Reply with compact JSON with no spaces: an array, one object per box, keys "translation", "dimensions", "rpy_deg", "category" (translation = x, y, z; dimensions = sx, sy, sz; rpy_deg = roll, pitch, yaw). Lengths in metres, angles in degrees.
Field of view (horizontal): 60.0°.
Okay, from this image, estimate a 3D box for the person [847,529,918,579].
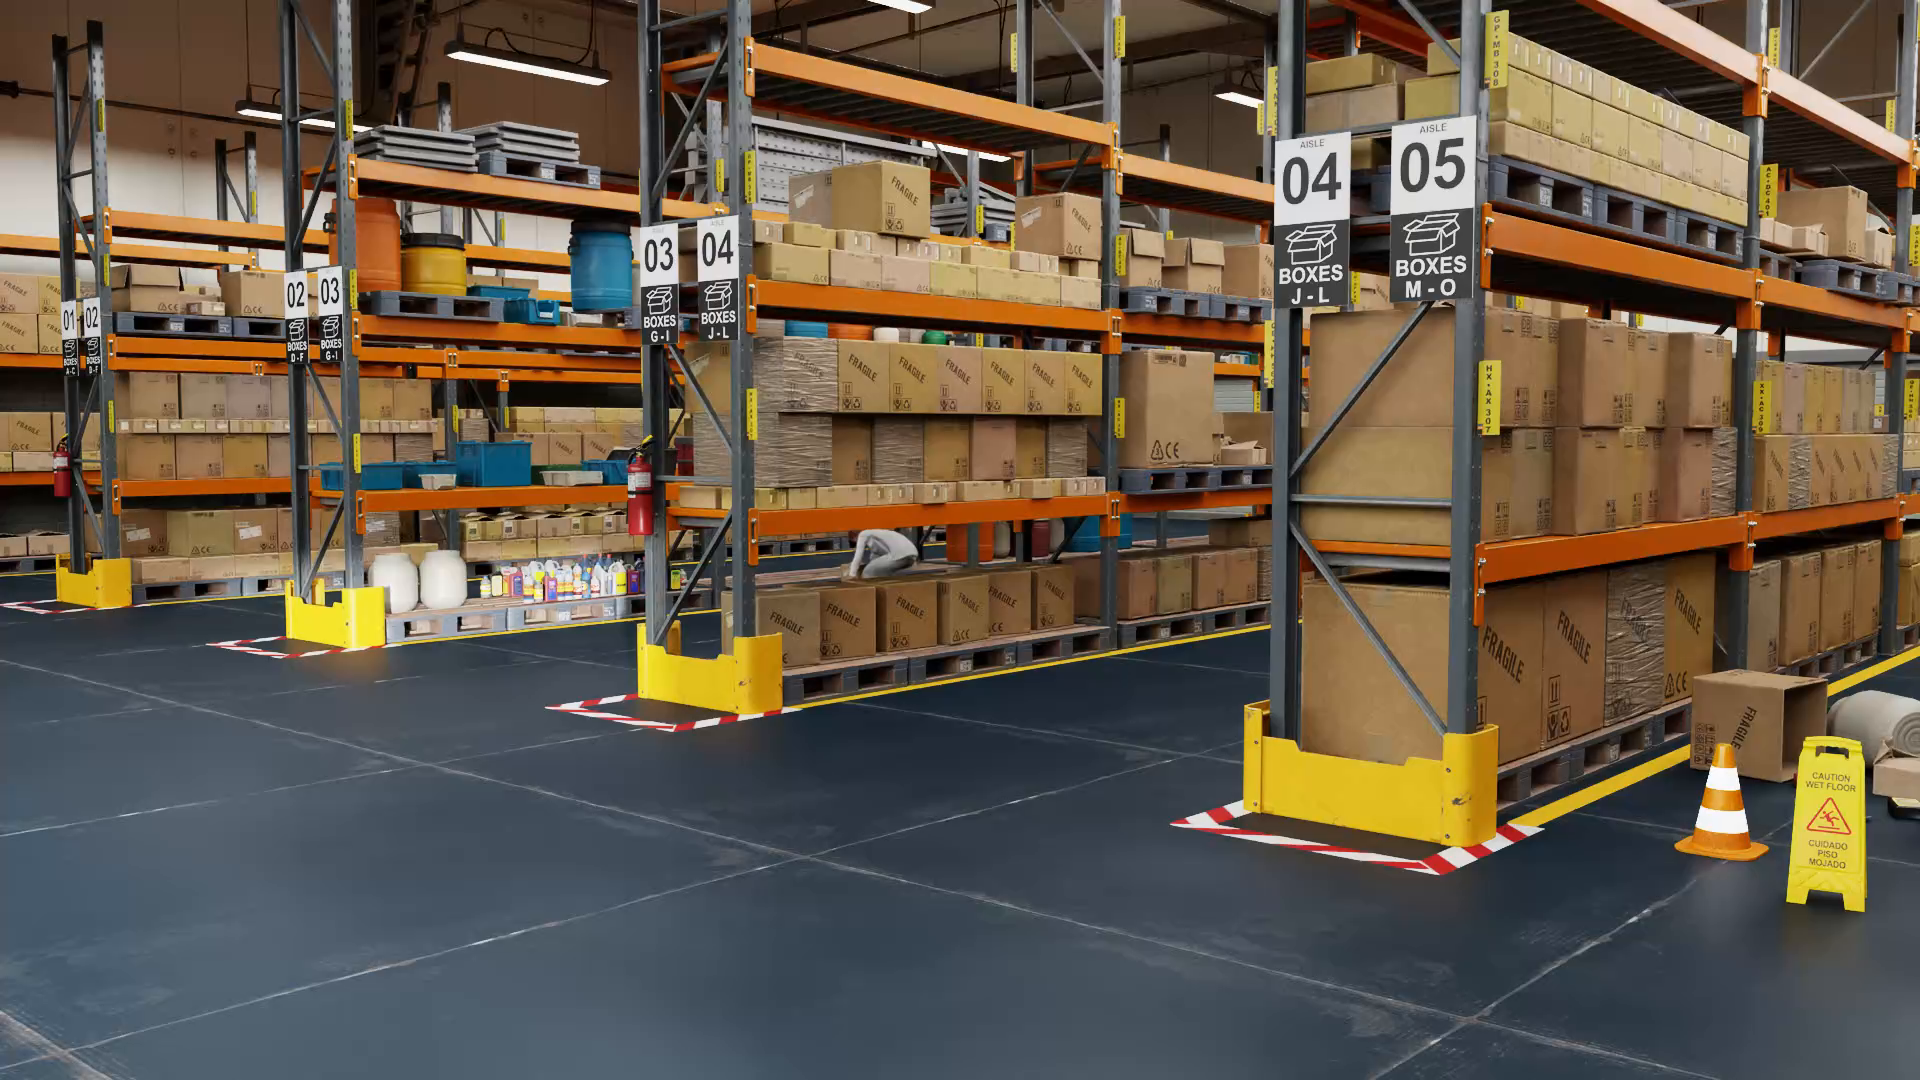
[{"translation":[-0.809,0.273,16.970],"dimensions":[0.845,0.893,0.425],"rpy_deg":[3,5,39],"category":"person"}]
